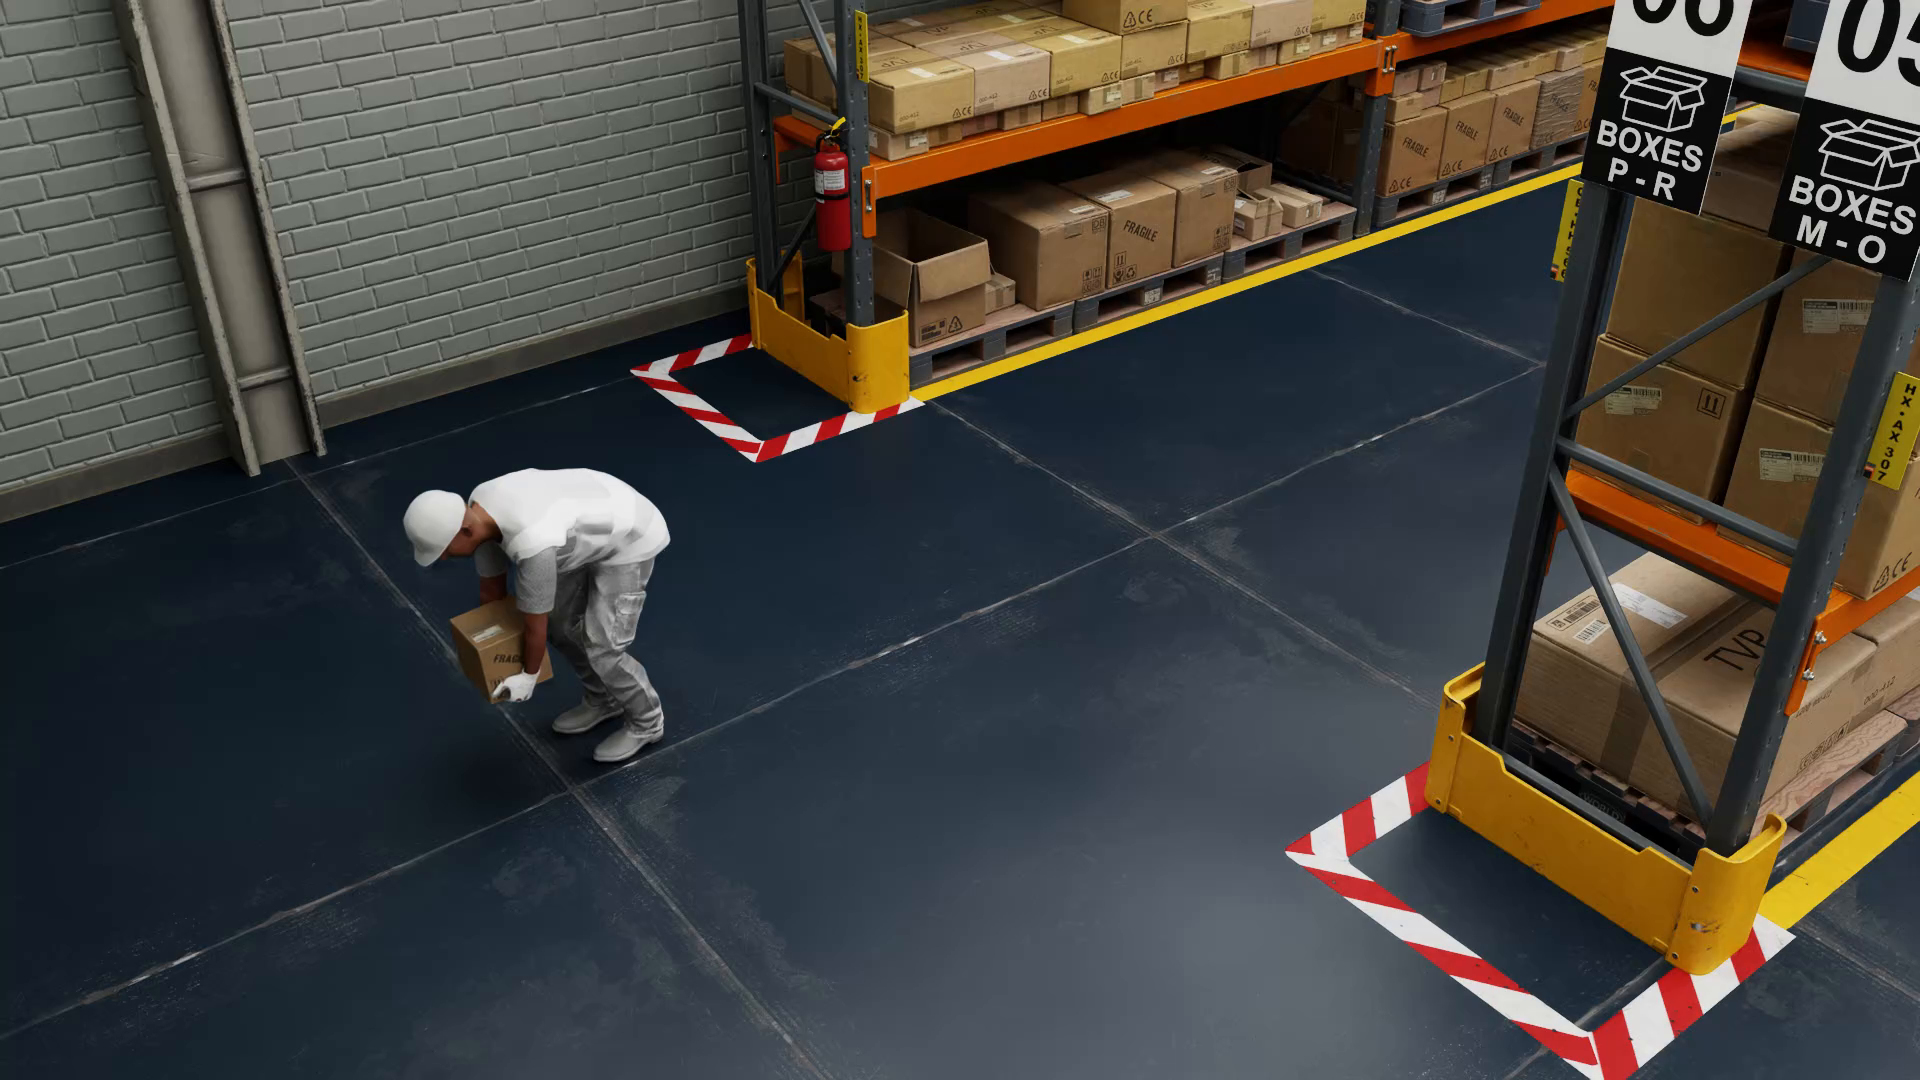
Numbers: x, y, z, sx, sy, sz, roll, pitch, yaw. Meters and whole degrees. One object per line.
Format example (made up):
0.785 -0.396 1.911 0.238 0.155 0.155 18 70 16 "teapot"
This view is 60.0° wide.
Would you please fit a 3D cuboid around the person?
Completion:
-1.508 0.270 6.143 0.938 1.294 0.500 -24 39 -33 "person"
